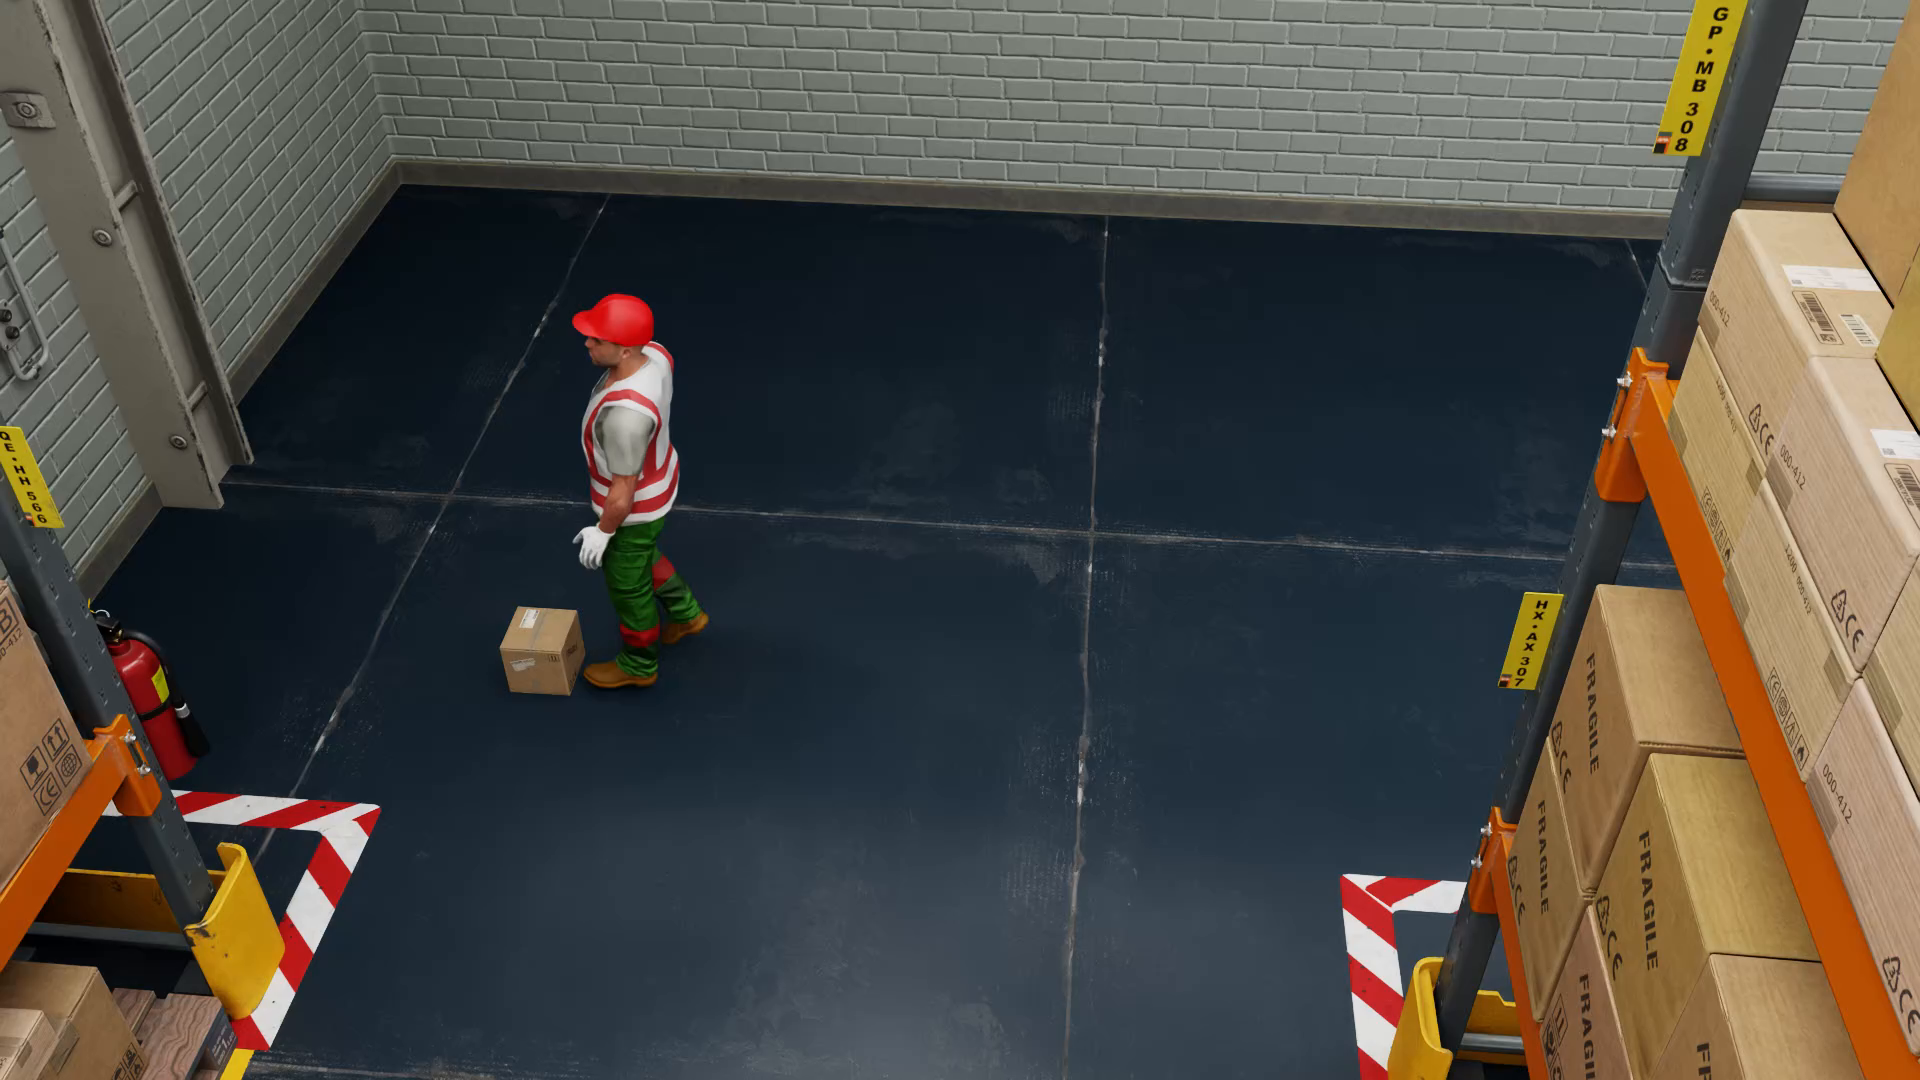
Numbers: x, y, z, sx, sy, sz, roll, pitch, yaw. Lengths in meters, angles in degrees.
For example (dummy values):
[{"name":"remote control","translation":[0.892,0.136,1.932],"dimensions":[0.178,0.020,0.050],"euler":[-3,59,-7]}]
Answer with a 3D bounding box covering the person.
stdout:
[{"name":"person","translation":[-1.286,-0.161,6.289],"dimensions":[0.496,1.798,0.598],"euler":[2,40,3]}]
